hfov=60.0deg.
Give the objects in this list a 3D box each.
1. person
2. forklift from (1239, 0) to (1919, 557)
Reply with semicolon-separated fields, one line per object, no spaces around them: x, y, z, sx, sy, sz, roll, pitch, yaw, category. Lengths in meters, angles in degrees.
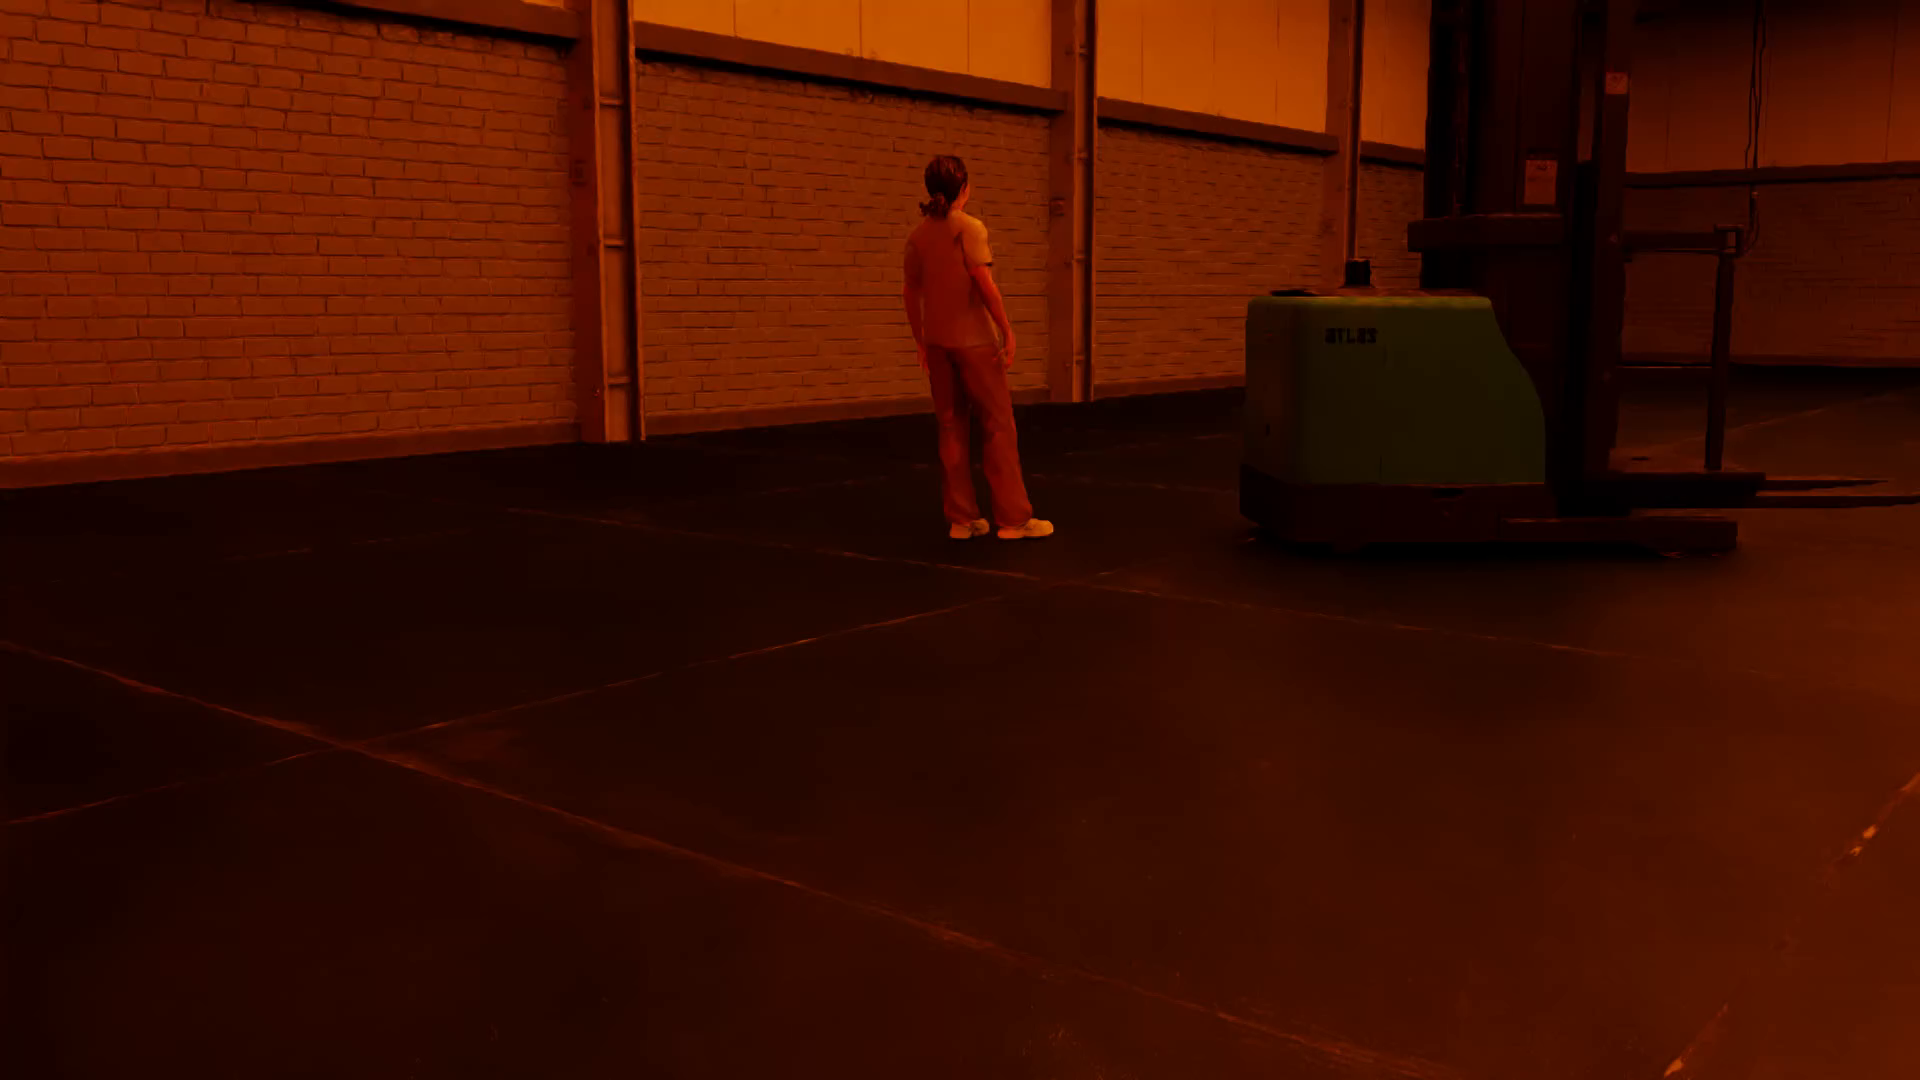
0.055;-0.844;7.333;0.554;1.674;0.548;7;11;38;person
2.840;-1.456;7.229;3.031;2.935;1.130;0;8;-3;forklift
